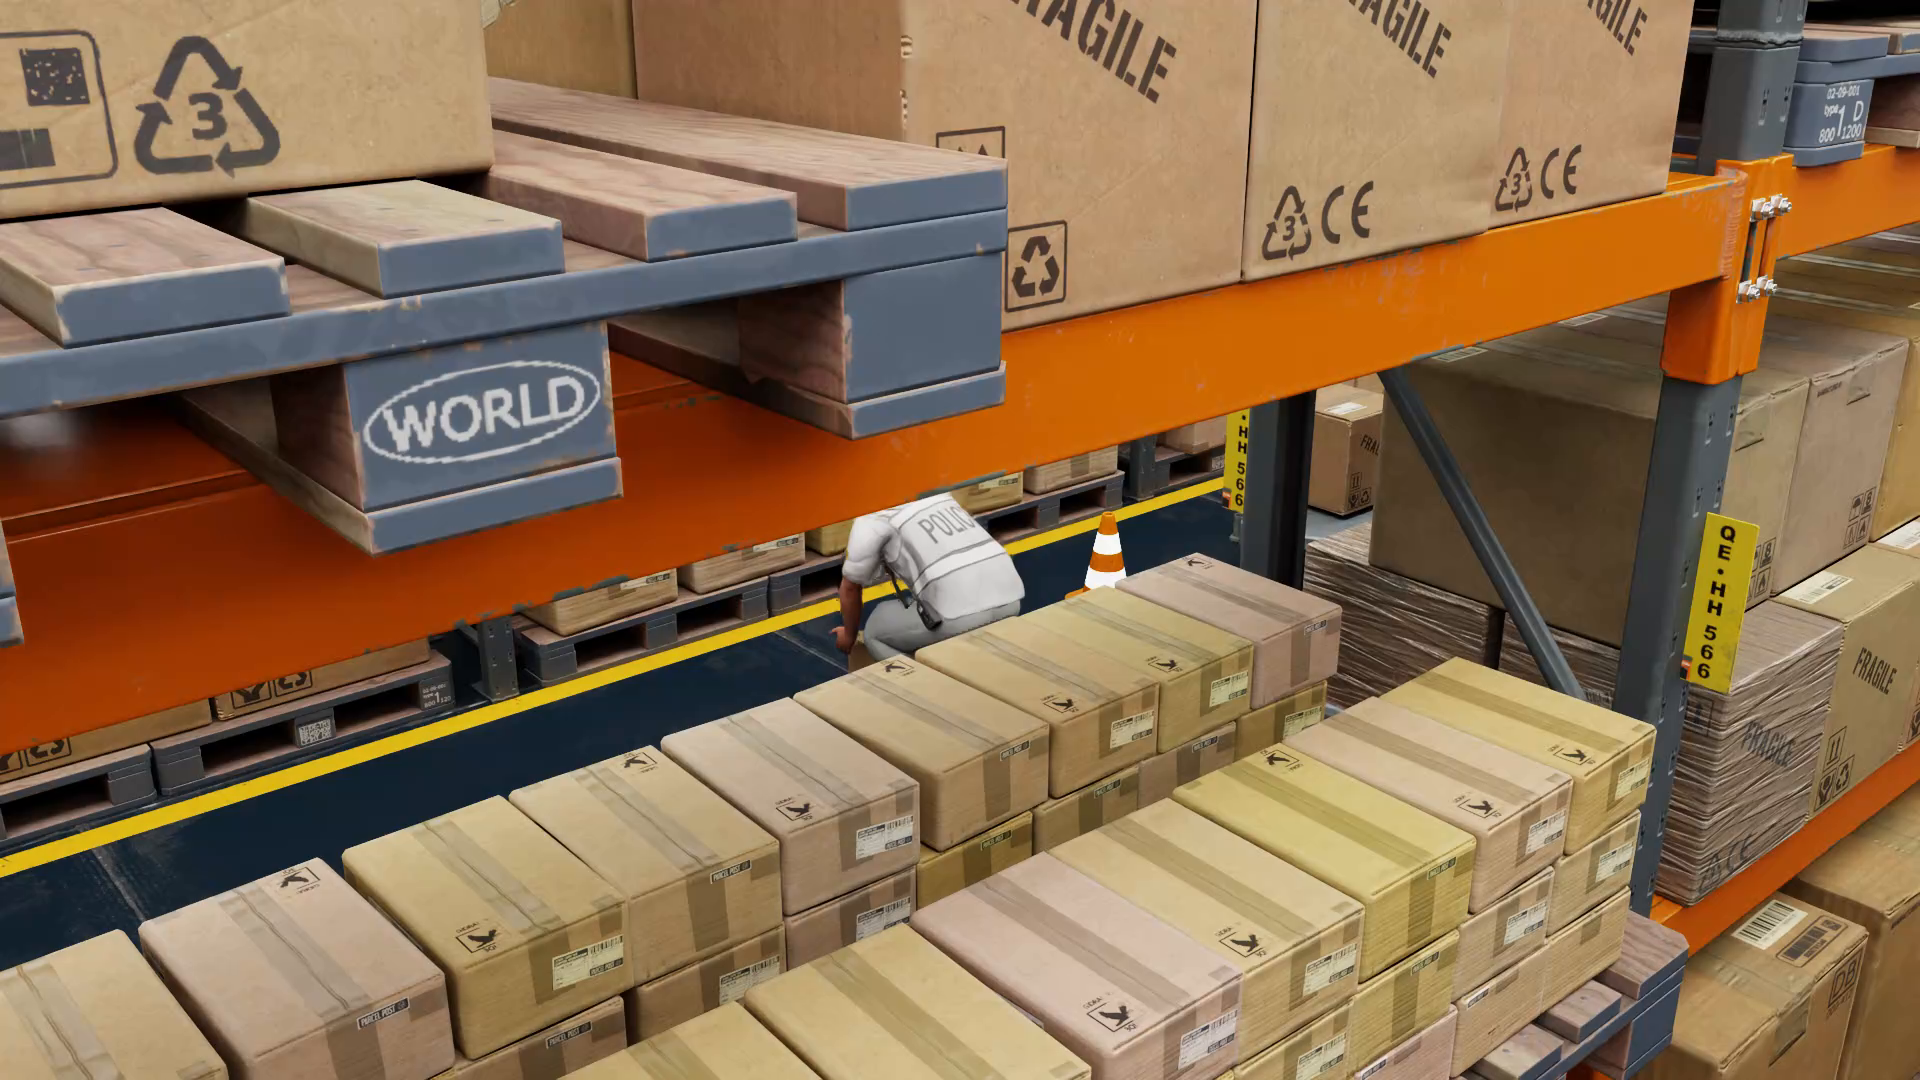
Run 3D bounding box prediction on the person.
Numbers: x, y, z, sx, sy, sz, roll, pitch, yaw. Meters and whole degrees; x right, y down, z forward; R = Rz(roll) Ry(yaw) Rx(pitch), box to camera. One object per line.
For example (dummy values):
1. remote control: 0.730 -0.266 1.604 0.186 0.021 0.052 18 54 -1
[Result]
1. person: -0.174 0.219 6.919 0.568 1.100 0.928 -17 27 -38
